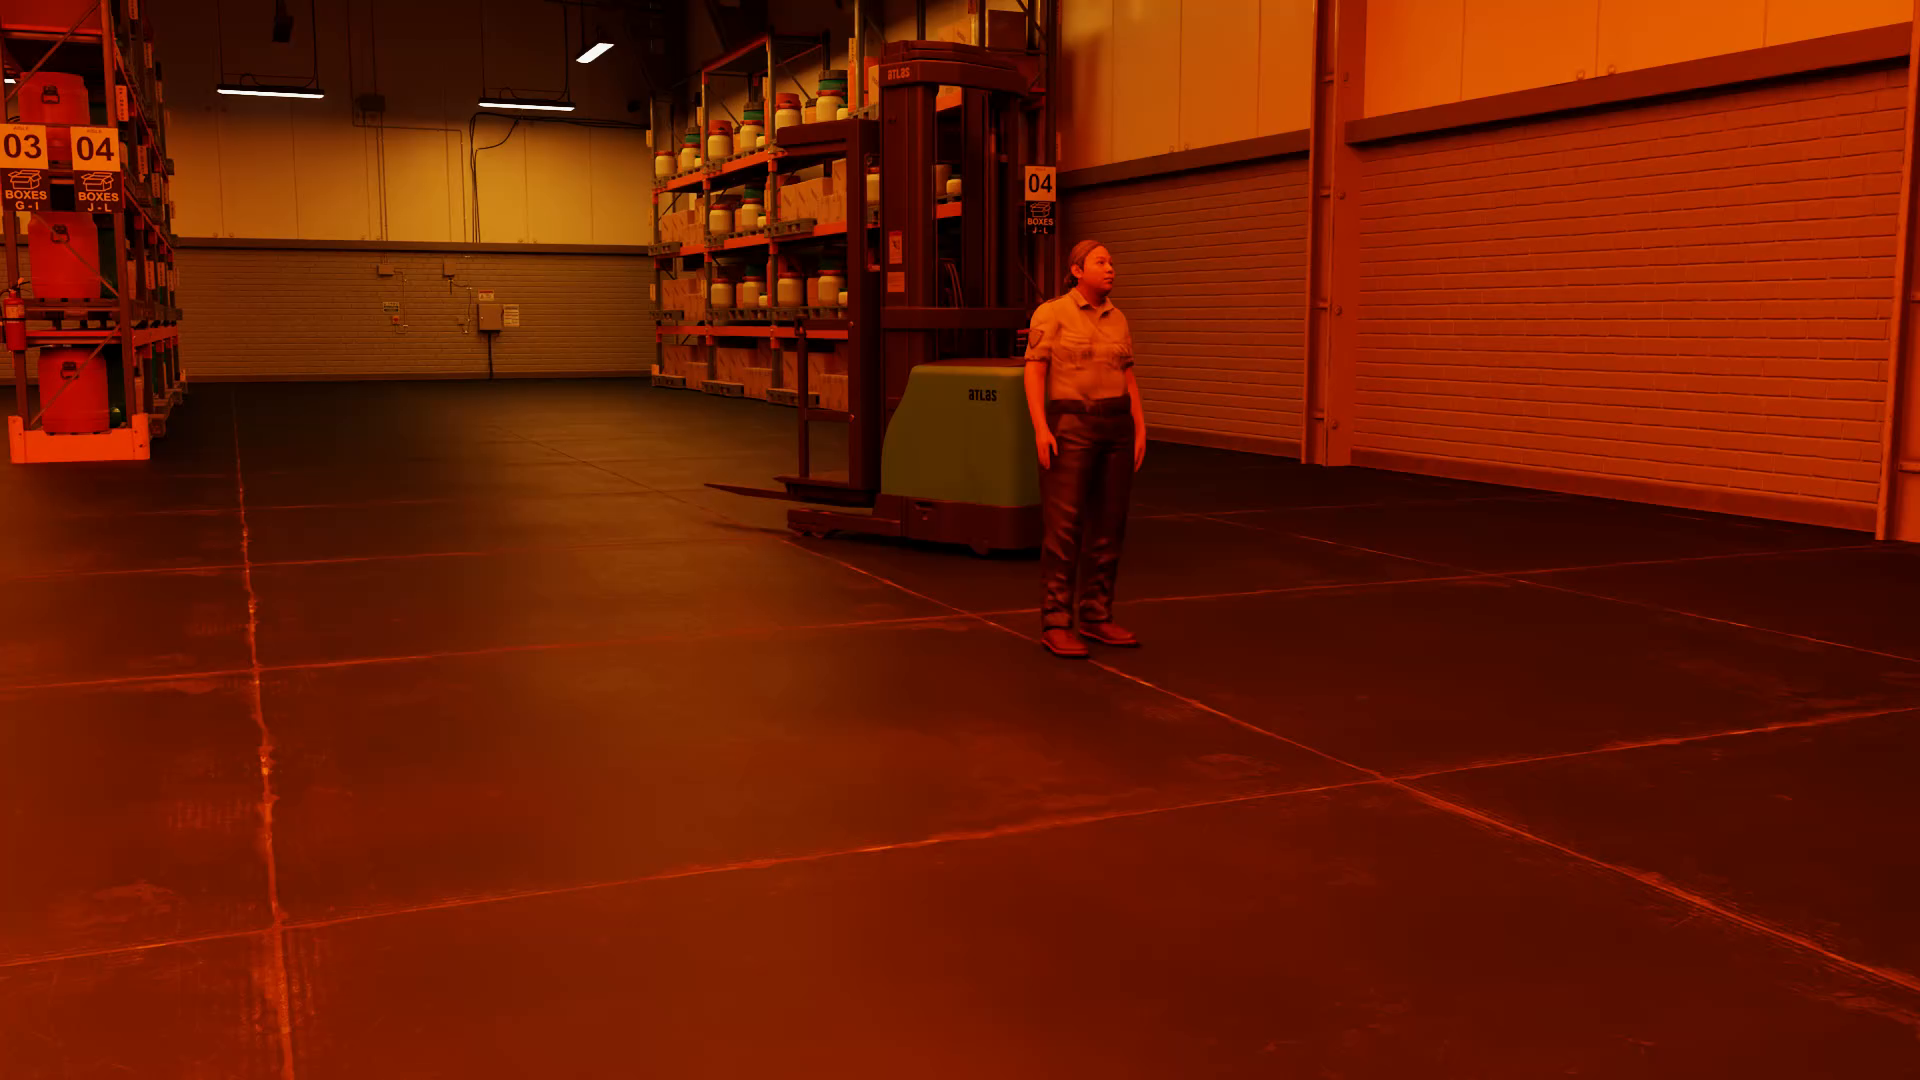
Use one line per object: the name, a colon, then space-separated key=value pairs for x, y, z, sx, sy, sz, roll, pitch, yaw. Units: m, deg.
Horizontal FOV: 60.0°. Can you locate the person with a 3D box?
person: x=0.559 y=-0.391 z=6.784 sx=0.588 sy=1.654 sz=0.493 roll=-5 pitch=9 yaw=-31

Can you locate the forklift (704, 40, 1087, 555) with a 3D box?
forklift: x=-0.436 y=-1.509 z=10.383 sx=3.031 sy=2.935 sz=1.130 roll=7 pitch=10 yaw=44
